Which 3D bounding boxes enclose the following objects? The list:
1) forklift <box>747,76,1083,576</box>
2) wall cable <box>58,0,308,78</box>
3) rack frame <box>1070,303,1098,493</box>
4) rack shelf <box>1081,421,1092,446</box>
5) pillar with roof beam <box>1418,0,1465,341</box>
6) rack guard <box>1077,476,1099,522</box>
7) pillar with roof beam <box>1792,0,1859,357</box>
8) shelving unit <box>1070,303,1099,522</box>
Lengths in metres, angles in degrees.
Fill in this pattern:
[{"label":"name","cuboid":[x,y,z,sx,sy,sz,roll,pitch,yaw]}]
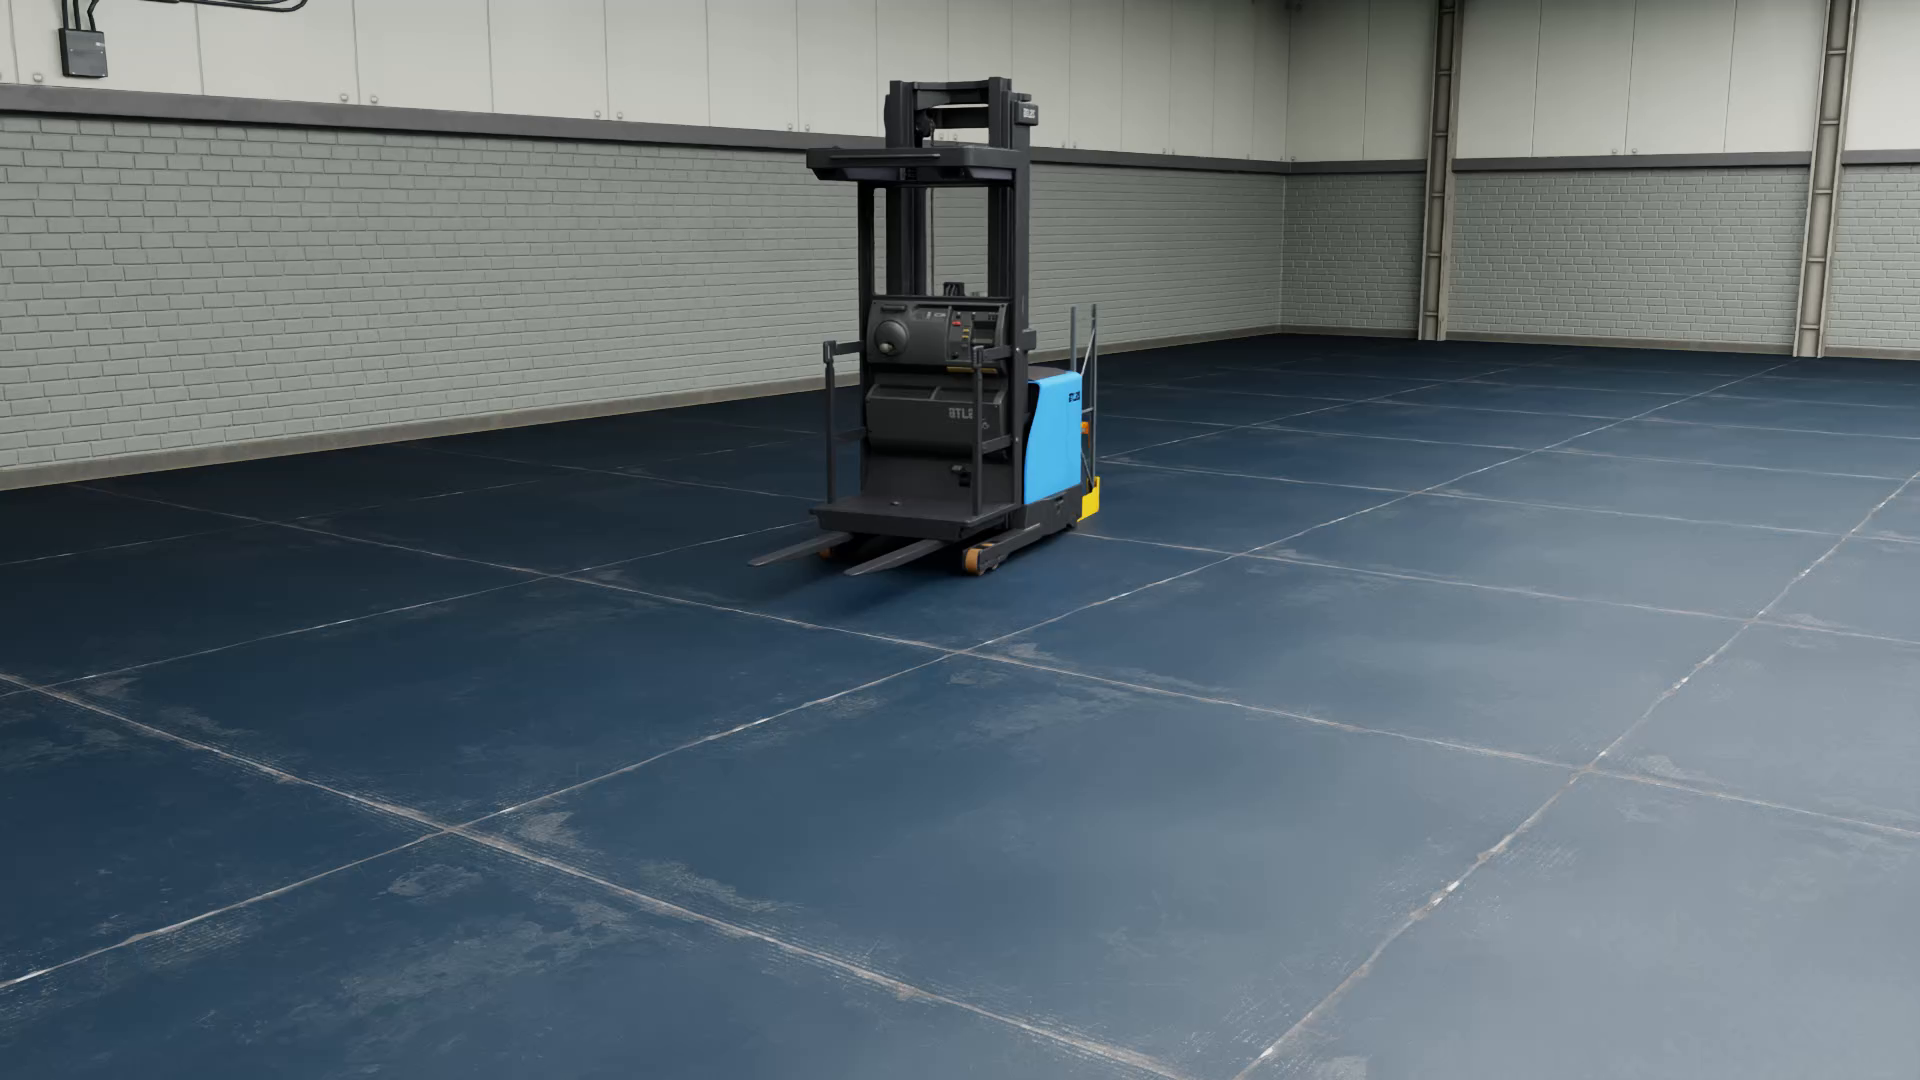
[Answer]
[{"label":"forklift","cuboid":[-0.235,-1.319,10.134,1.130,2.935,3.031,5,12,24]},{"label":"wall cable","cuboid":[-6.314,-6.769,13.372,0.169,6.003,2.305,8,13,36]},{"label":"rack frame","cuboid":[0.870,-0.904,11.751,0.032,1.500,0.500,5,12,22]},{"label":"rack shelf","cuboid":[0.400,-0.764,11.977,1.000,0.185,0.538,5,12,22]},{"label":"pillar with roof beam","cuboid":[5.743,-7.277,24.953,0.400,9.000,9.100,8,13,36]},{"label":"rack guard","cuboid":[0.868,-0.290,11.870,0.087,0.250,0.587,5,12,22]},{"label":"pillar with roof beam","cuboid":[10.579,-6.603,21.467,0.400,9.000,9.100,8,13,36]},{"label":"shelving unit","cuboid":[0.409,-0.940,11.940,1.083,1.500,0.587,5,12,22]}]
